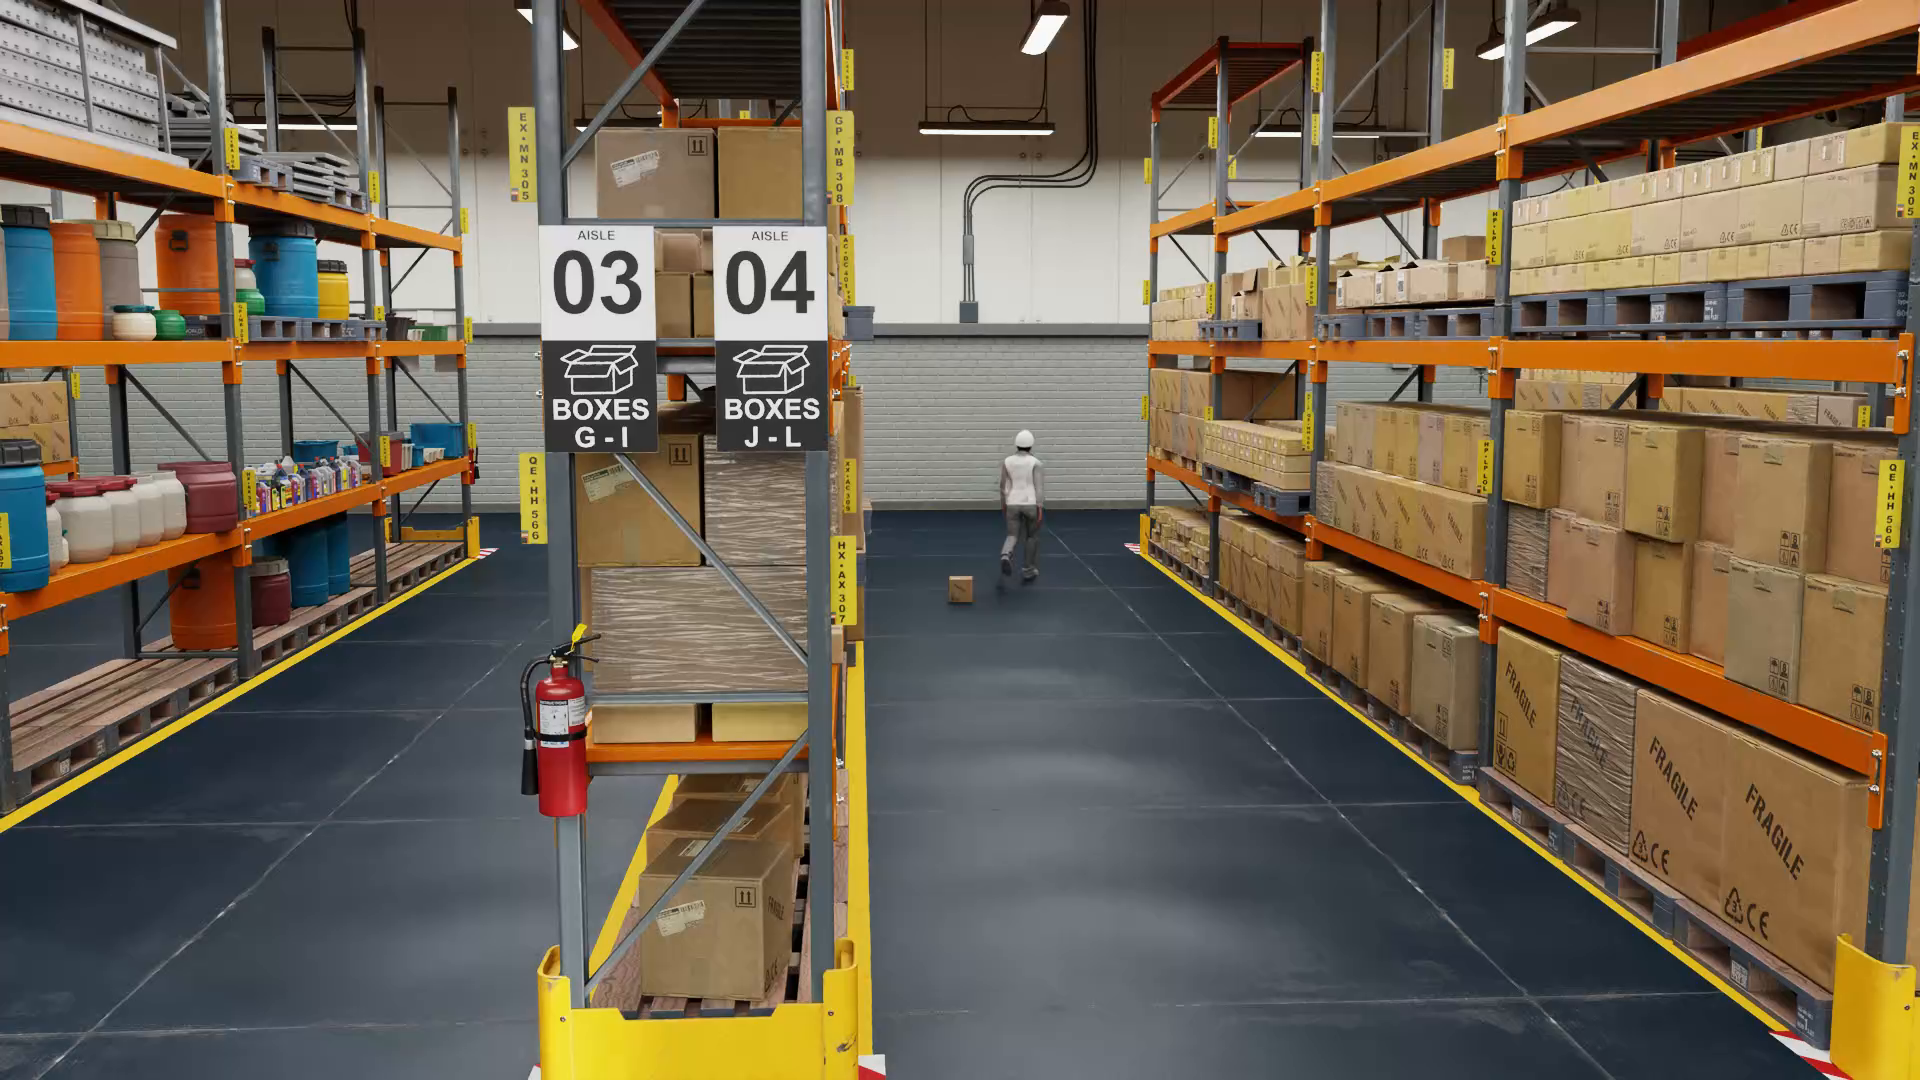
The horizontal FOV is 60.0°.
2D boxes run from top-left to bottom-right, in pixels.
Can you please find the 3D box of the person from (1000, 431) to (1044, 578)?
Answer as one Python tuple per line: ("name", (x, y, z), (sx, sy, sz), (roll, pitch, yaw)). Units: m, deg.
("person", (0.712, -0.405, 19.462), (0.548, 1.750, 0.793), (3, 7, 20))
